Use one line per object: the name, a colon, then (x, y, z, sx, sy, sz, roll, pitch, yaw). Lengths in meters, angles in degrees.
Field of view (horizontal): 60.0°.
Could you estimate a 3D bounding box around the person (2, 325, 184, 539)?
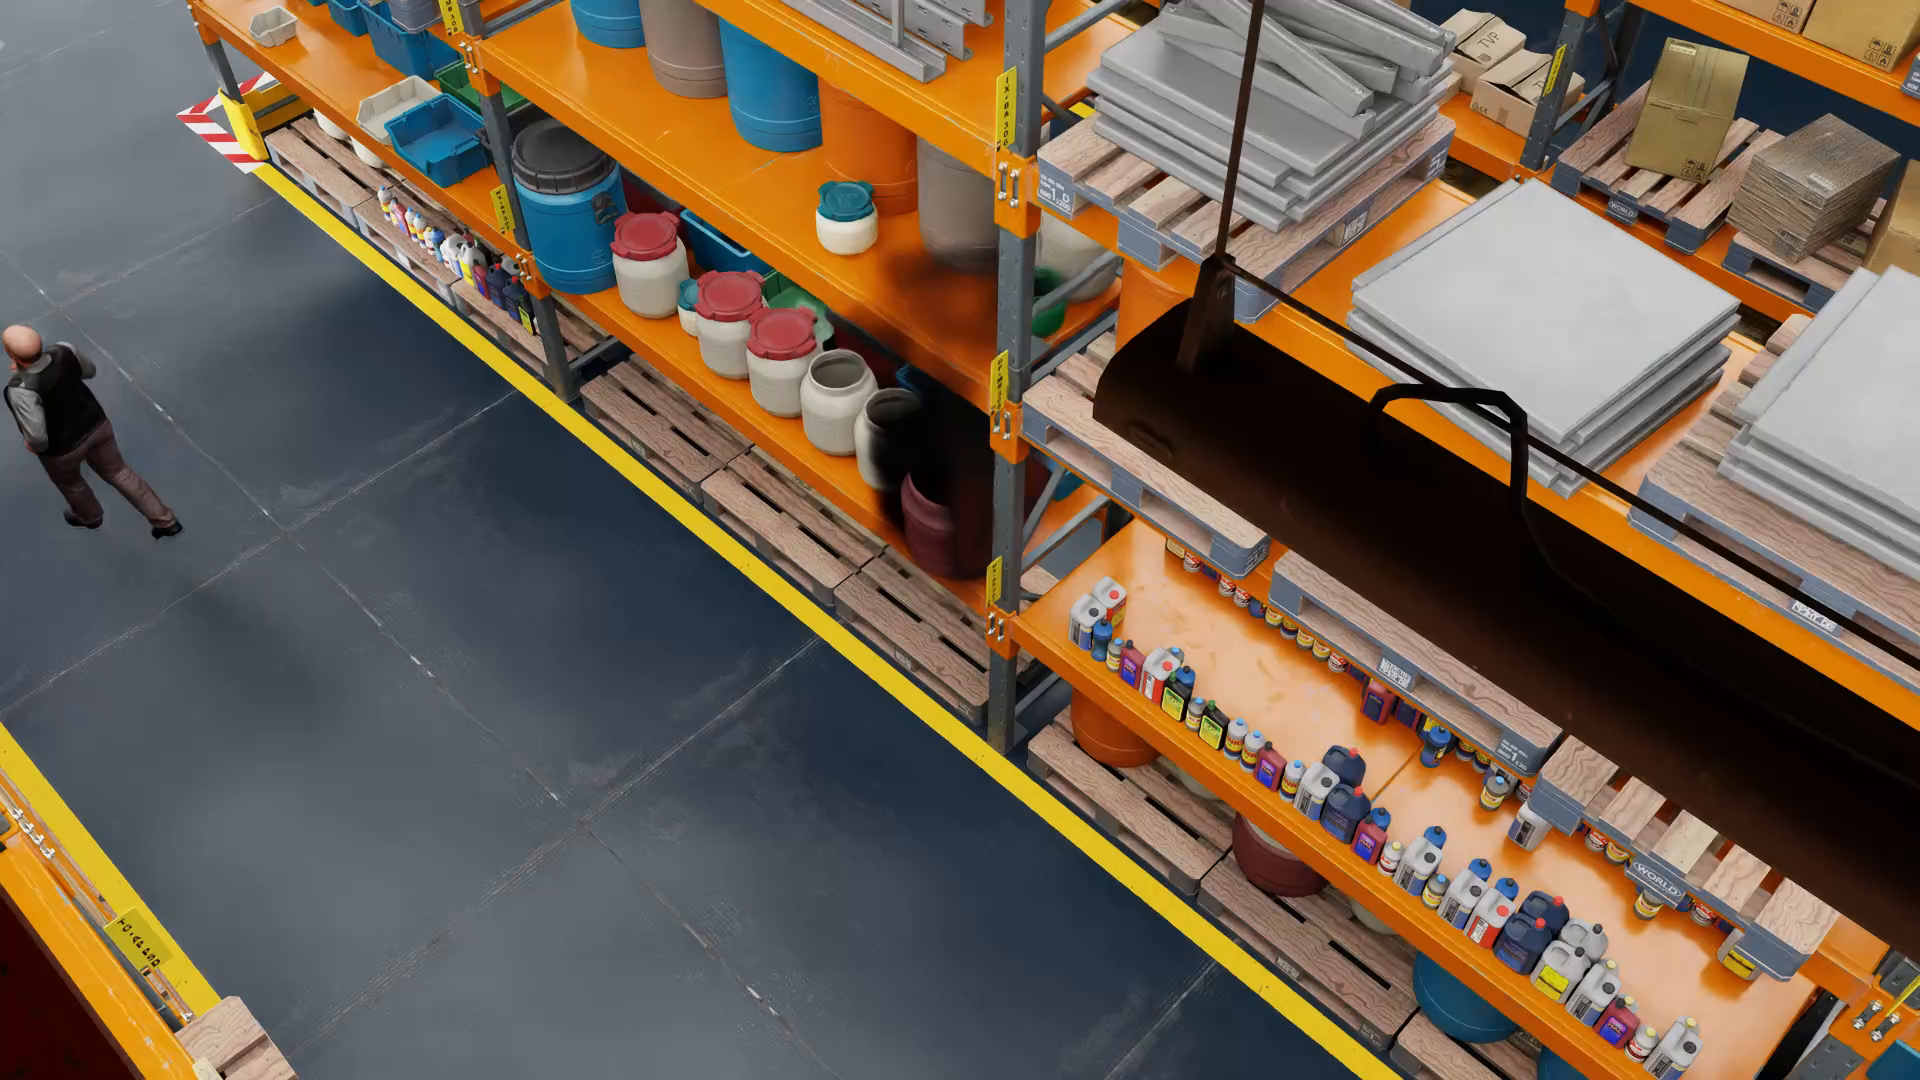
person: (-5.126, -0.600, 9.589, 0.906, 1.711, 0.661, 21, 53, 17)
